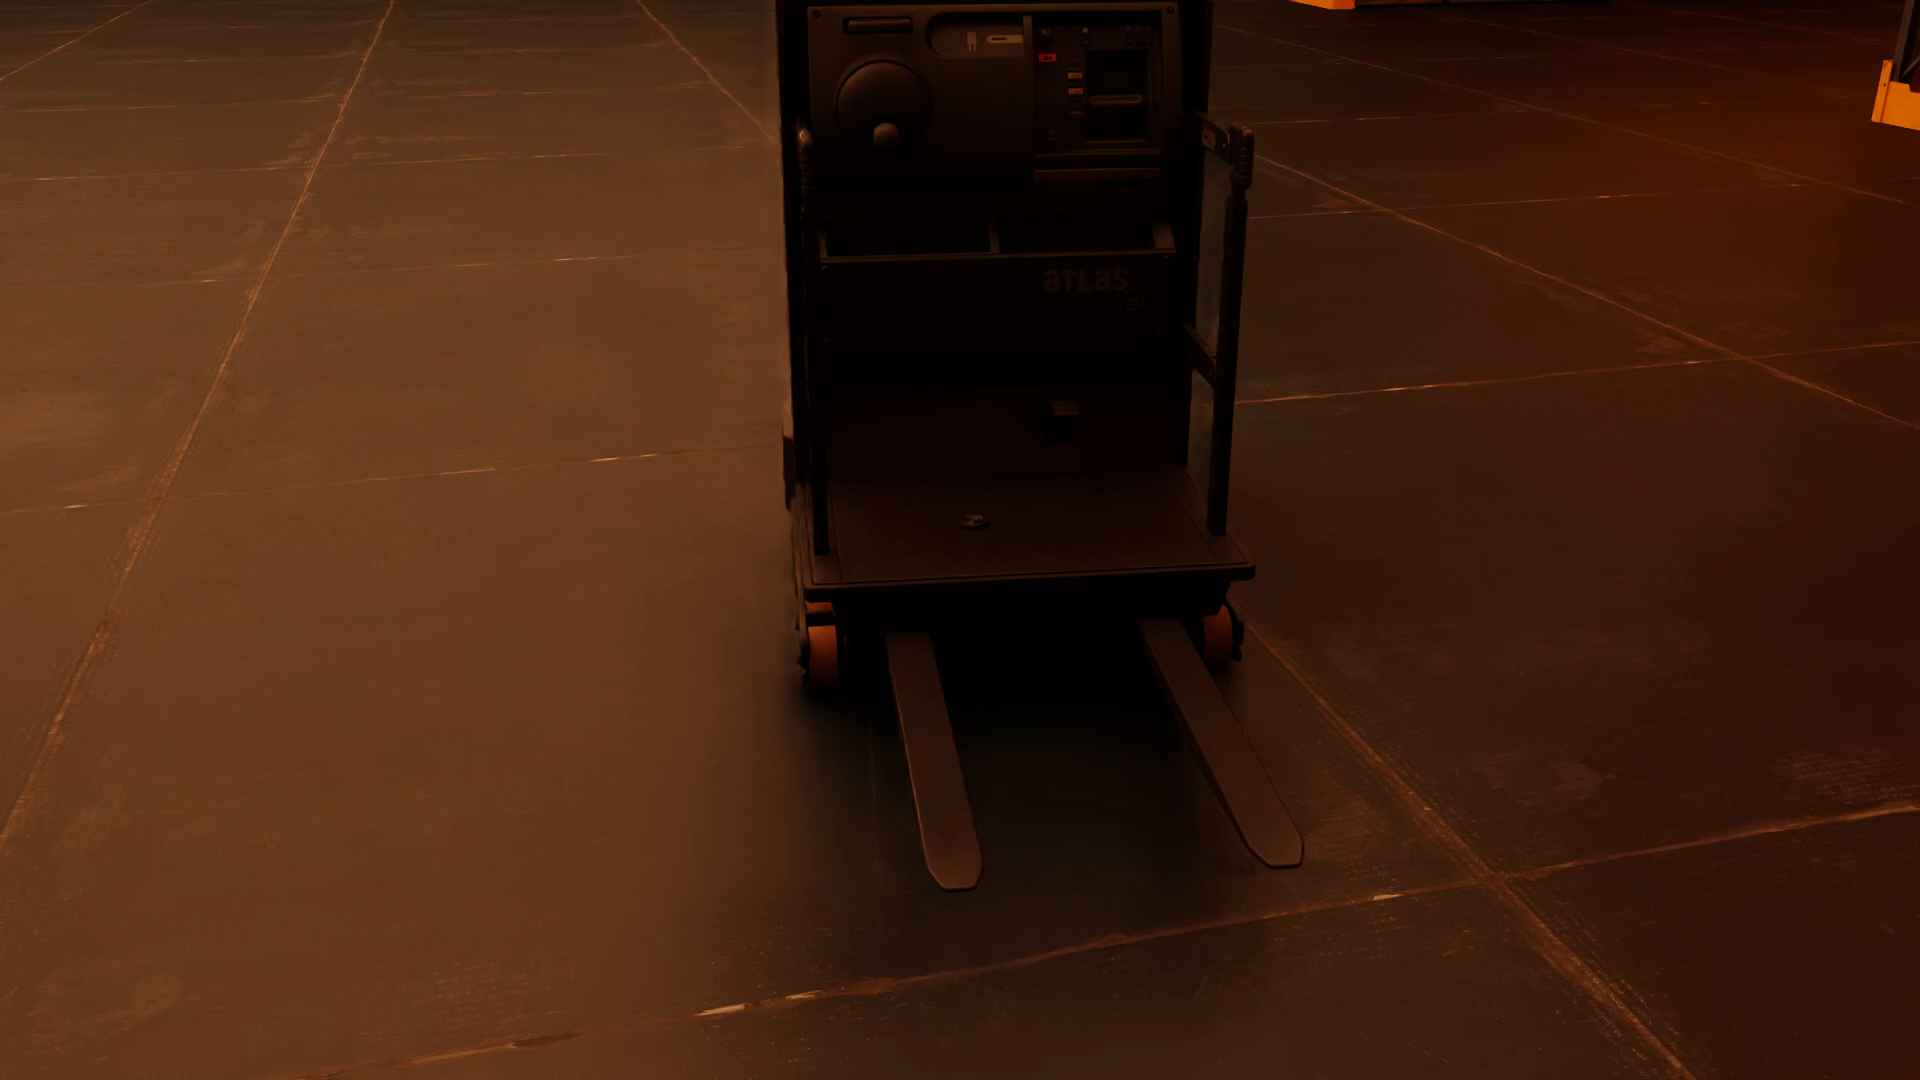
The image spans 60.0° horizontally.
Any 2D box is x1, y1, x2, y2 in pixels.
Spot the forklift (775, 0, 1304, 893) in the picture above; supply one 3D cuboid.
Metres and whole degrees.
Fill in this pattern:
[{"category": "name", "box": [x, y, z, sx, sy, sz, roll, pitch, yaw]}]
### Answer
[{"category": "forklift", "box": [0.118, -1.116, 3.932, 1.130, 2.935, 3.031, -3, 23, -6]}]
